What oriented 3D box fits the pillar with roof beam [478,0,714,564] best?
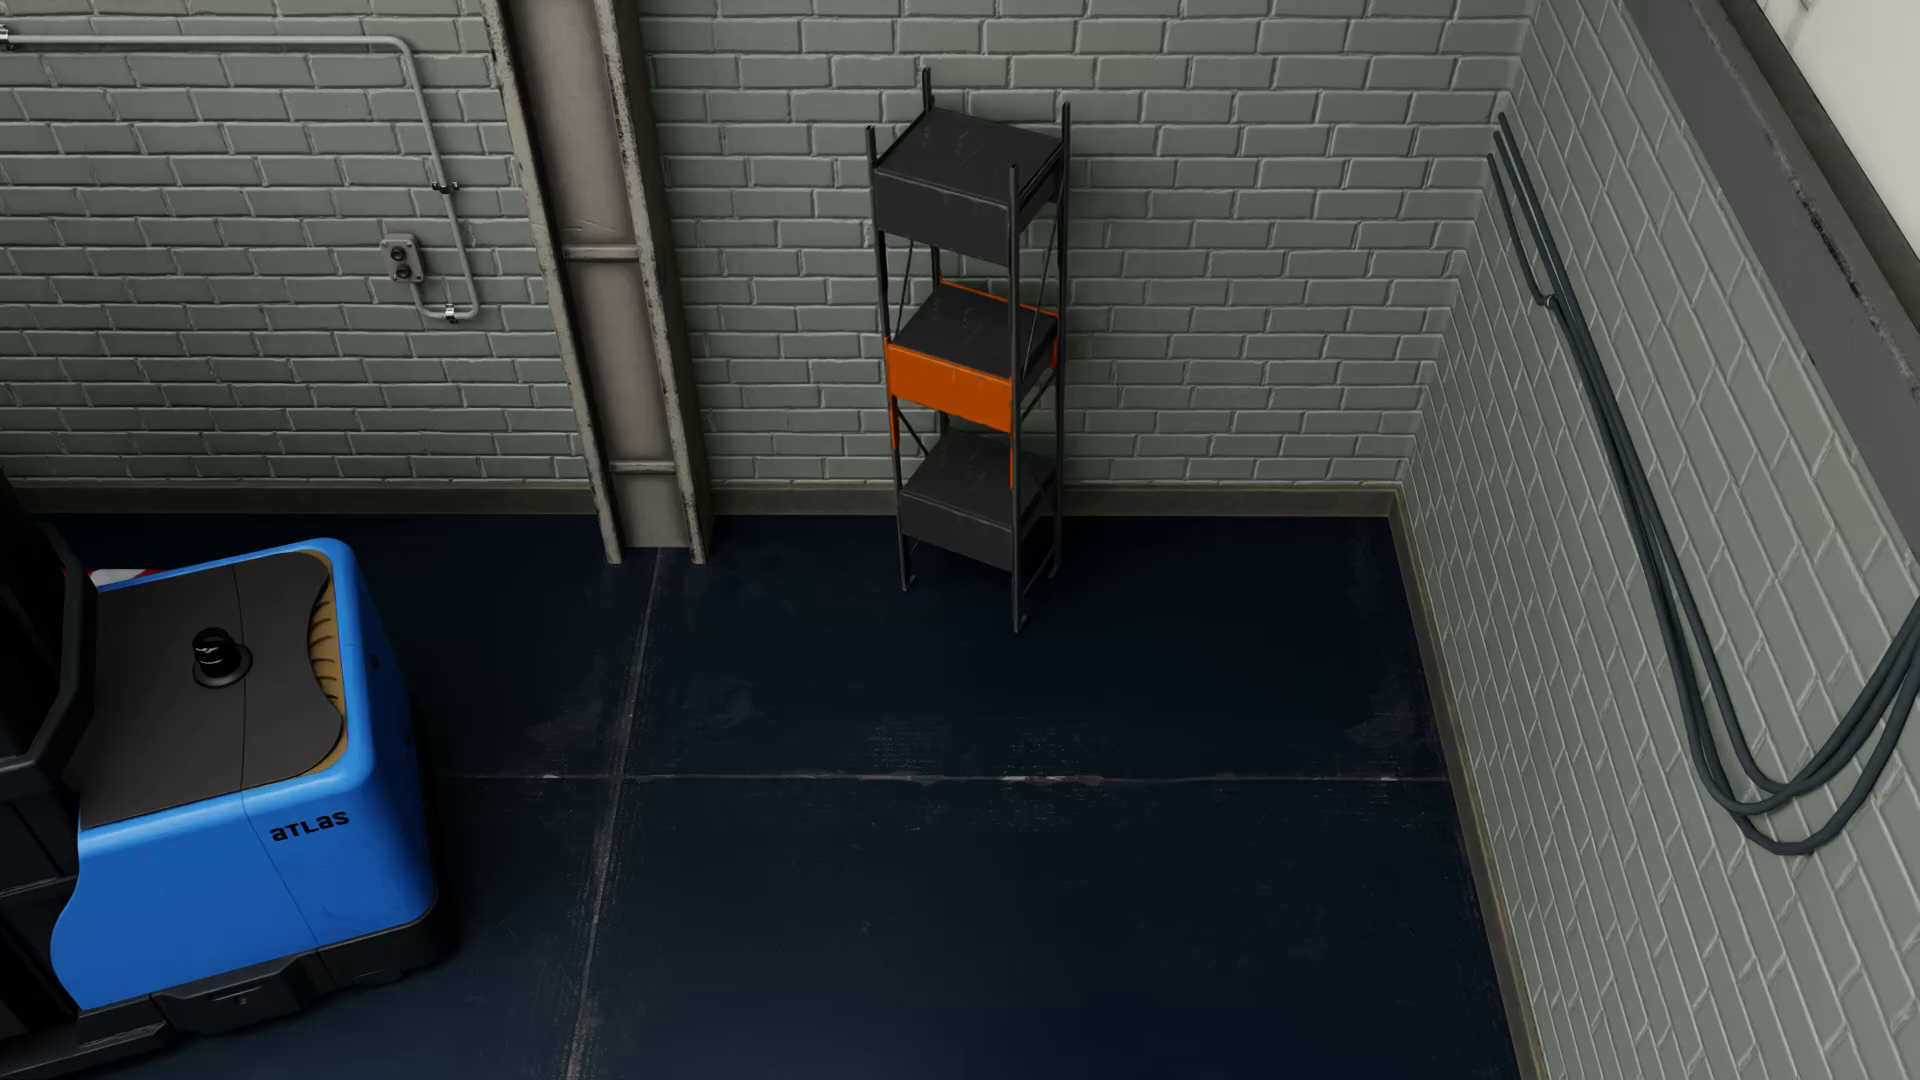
[{"bbox_3d":[-1.228,0.067,0.540,0.400,9.000,9.100,0,47,0],"label":"pillar with roof beam"}]

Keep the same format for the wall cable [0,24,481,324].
[{"bbox_3d":[-2.632,-1.450,5.356,1.851,1.984,0.084,0,47,0],"label":"wall cable"}]

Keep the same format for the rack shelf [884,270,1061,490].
[{"bbox_3d":[0.058,-0.564,5.847,0.480,0.518,0.431,19,50,19],"label":"rack shelf"}]

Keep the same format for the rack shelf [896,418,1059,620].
[{"bbox_3d":[0.079,-0.082,6.355,0.480,0.518,0.431,19,50,19],"label":"rack shelf"}]

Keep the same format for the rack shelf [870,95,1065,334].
[{"bbox_3d":[0.037,-1.045,5.339,0.480,0.518,0.431,19,50,19],"label":"rack shelf"}]

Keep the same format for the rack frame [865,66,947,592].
[{"bbox_3d":[-0.160,-0.649,5.918,0.015,2.100,0.400,19,50,19],"label":"rack frame"}]

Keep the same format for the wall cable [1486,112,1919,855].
[{"bbox_3d":[1.739,-1.124,3.770,0.112,2.526,3.097,0,47,0],"label":"wall cable"}]

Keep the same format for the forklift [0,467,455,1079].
[{"bbox_3d":[-3.230,0.379,4.394,3.031,2.935,1.130,-14,49,-12],"label":"forklift"}]

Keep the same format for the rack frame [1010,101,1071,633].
[{"bbox_3d":[0.274,-0.497,5.756,0.015,2.100,0.400,19,50,19],"label":"rack frame"}]

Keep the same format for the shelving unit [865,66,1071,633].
[{"bbox_3d":[0.057,-0.573,5.837,0.503,2.100,0.431,19,50,19],"label":"shelving unit"}]
